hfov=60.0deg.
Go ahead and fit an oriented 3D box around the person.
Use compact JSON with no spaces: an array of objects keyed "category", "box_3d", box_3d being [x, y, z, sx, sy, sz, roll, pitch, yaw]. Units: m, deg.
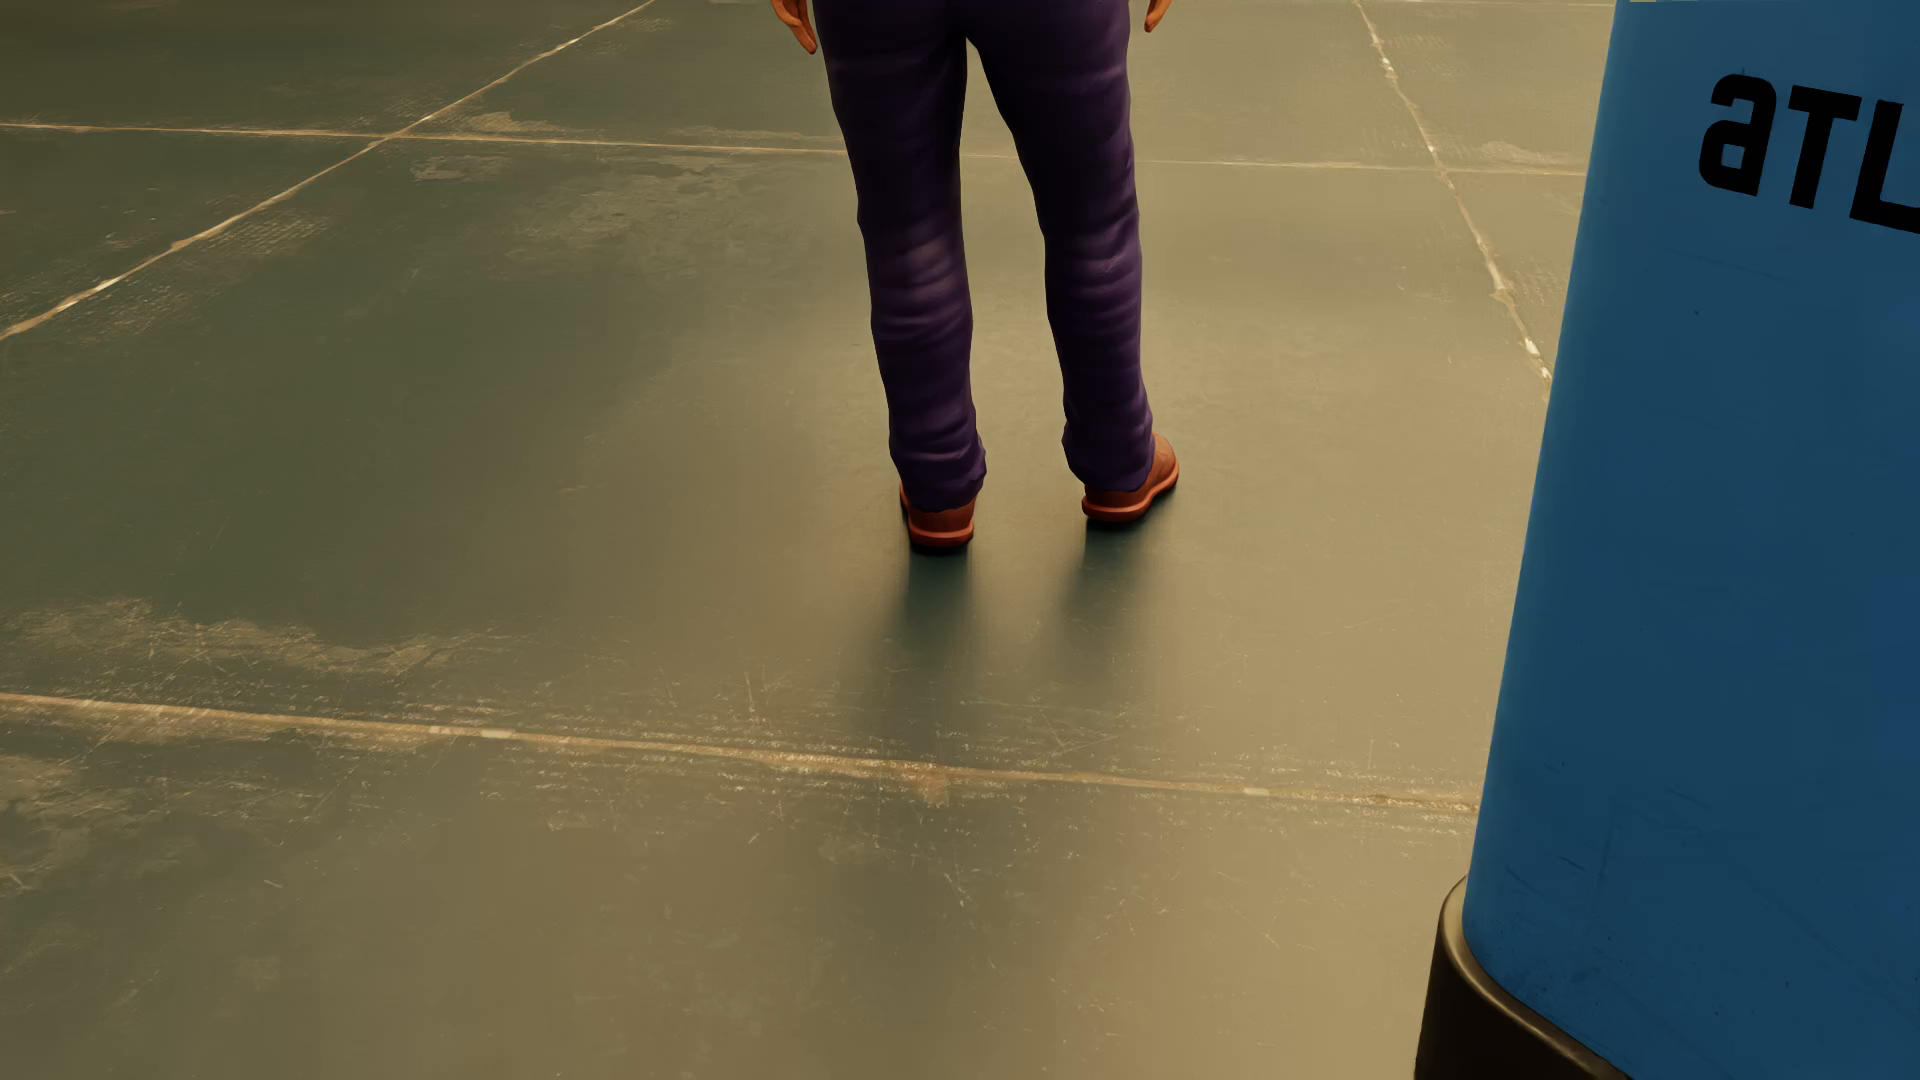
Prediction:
[{"category":"person","box_3d":[0.034,-0.778,2.209,0.599,1.640,0.501,3,27,7]}]
